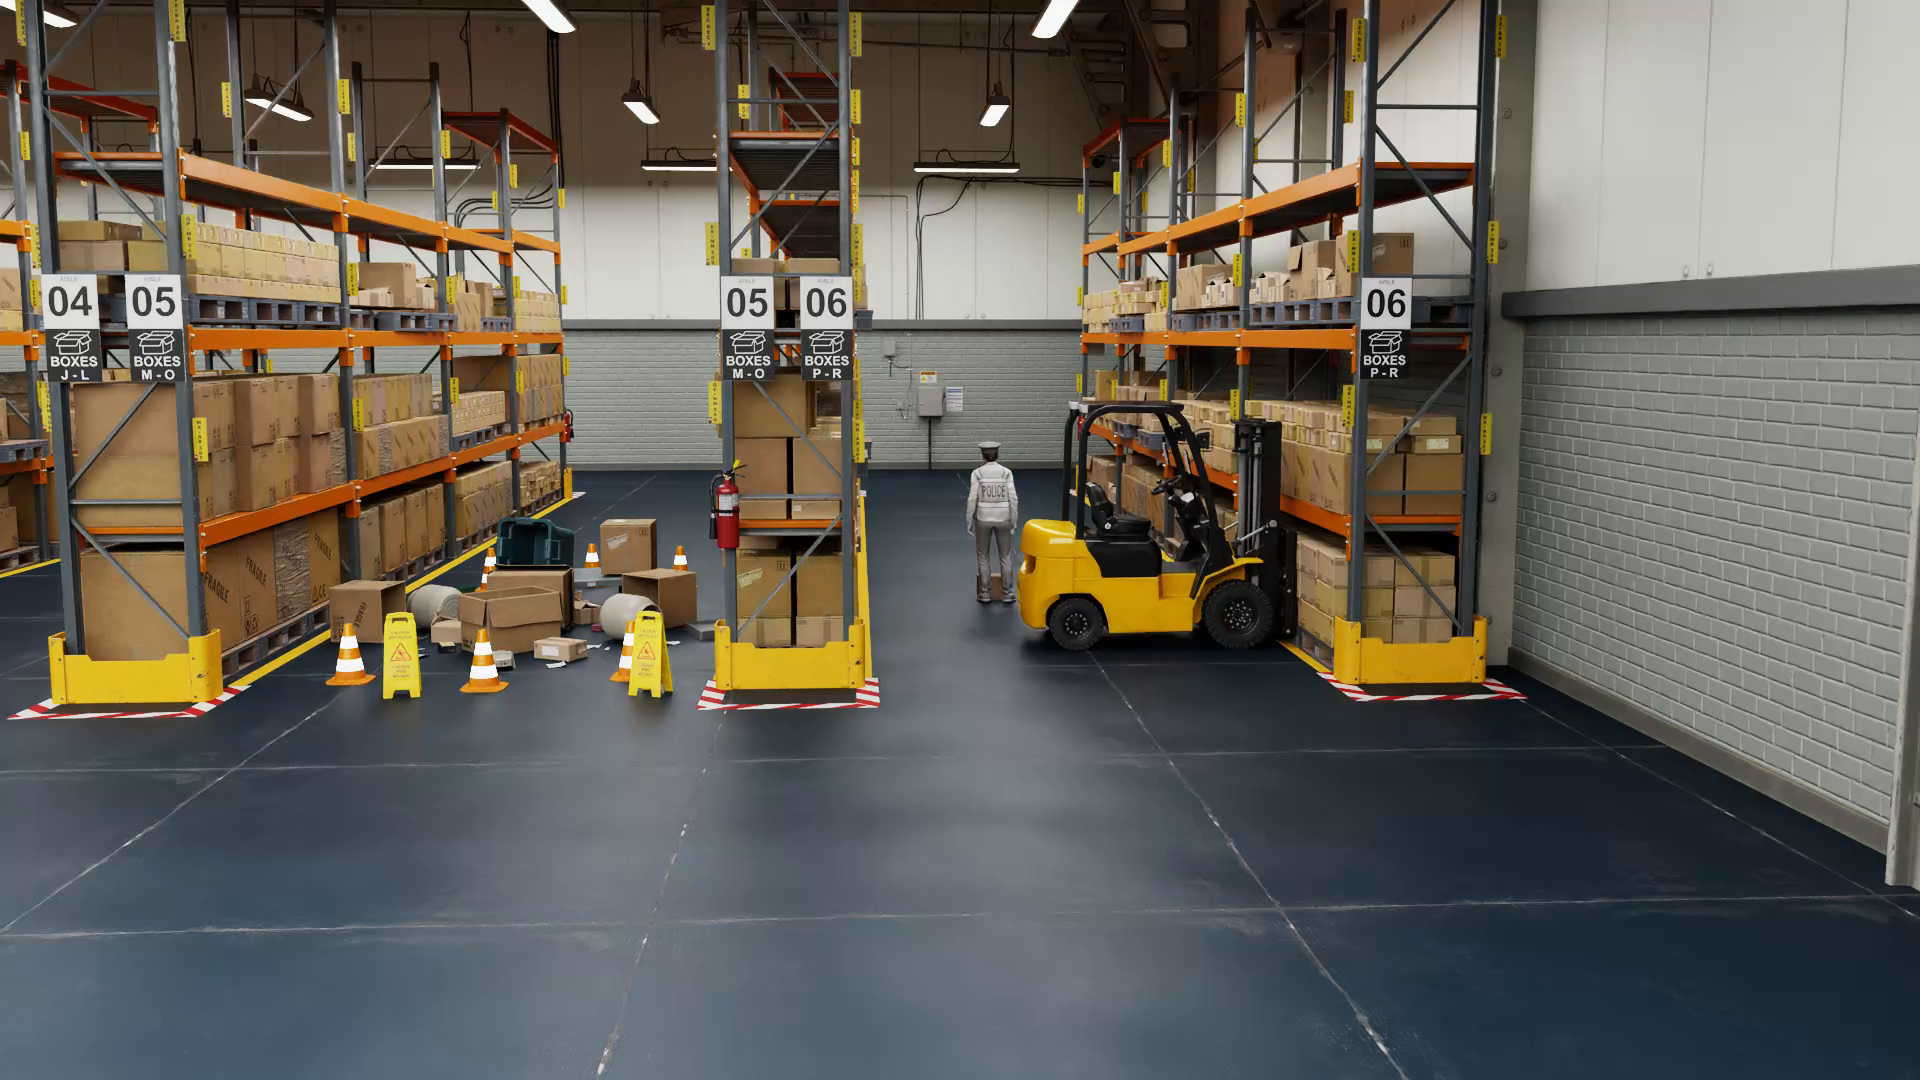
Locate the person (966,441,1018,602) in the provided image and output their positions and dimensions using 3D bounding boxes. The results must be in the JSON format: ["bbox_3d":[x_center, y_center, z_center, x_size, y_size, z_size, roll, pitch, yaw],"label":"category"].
[{"bbox_3d":[0.333,-0.183,17.234,0.536,1.663,0.405,-1,7,-5],"label":"person"}]
